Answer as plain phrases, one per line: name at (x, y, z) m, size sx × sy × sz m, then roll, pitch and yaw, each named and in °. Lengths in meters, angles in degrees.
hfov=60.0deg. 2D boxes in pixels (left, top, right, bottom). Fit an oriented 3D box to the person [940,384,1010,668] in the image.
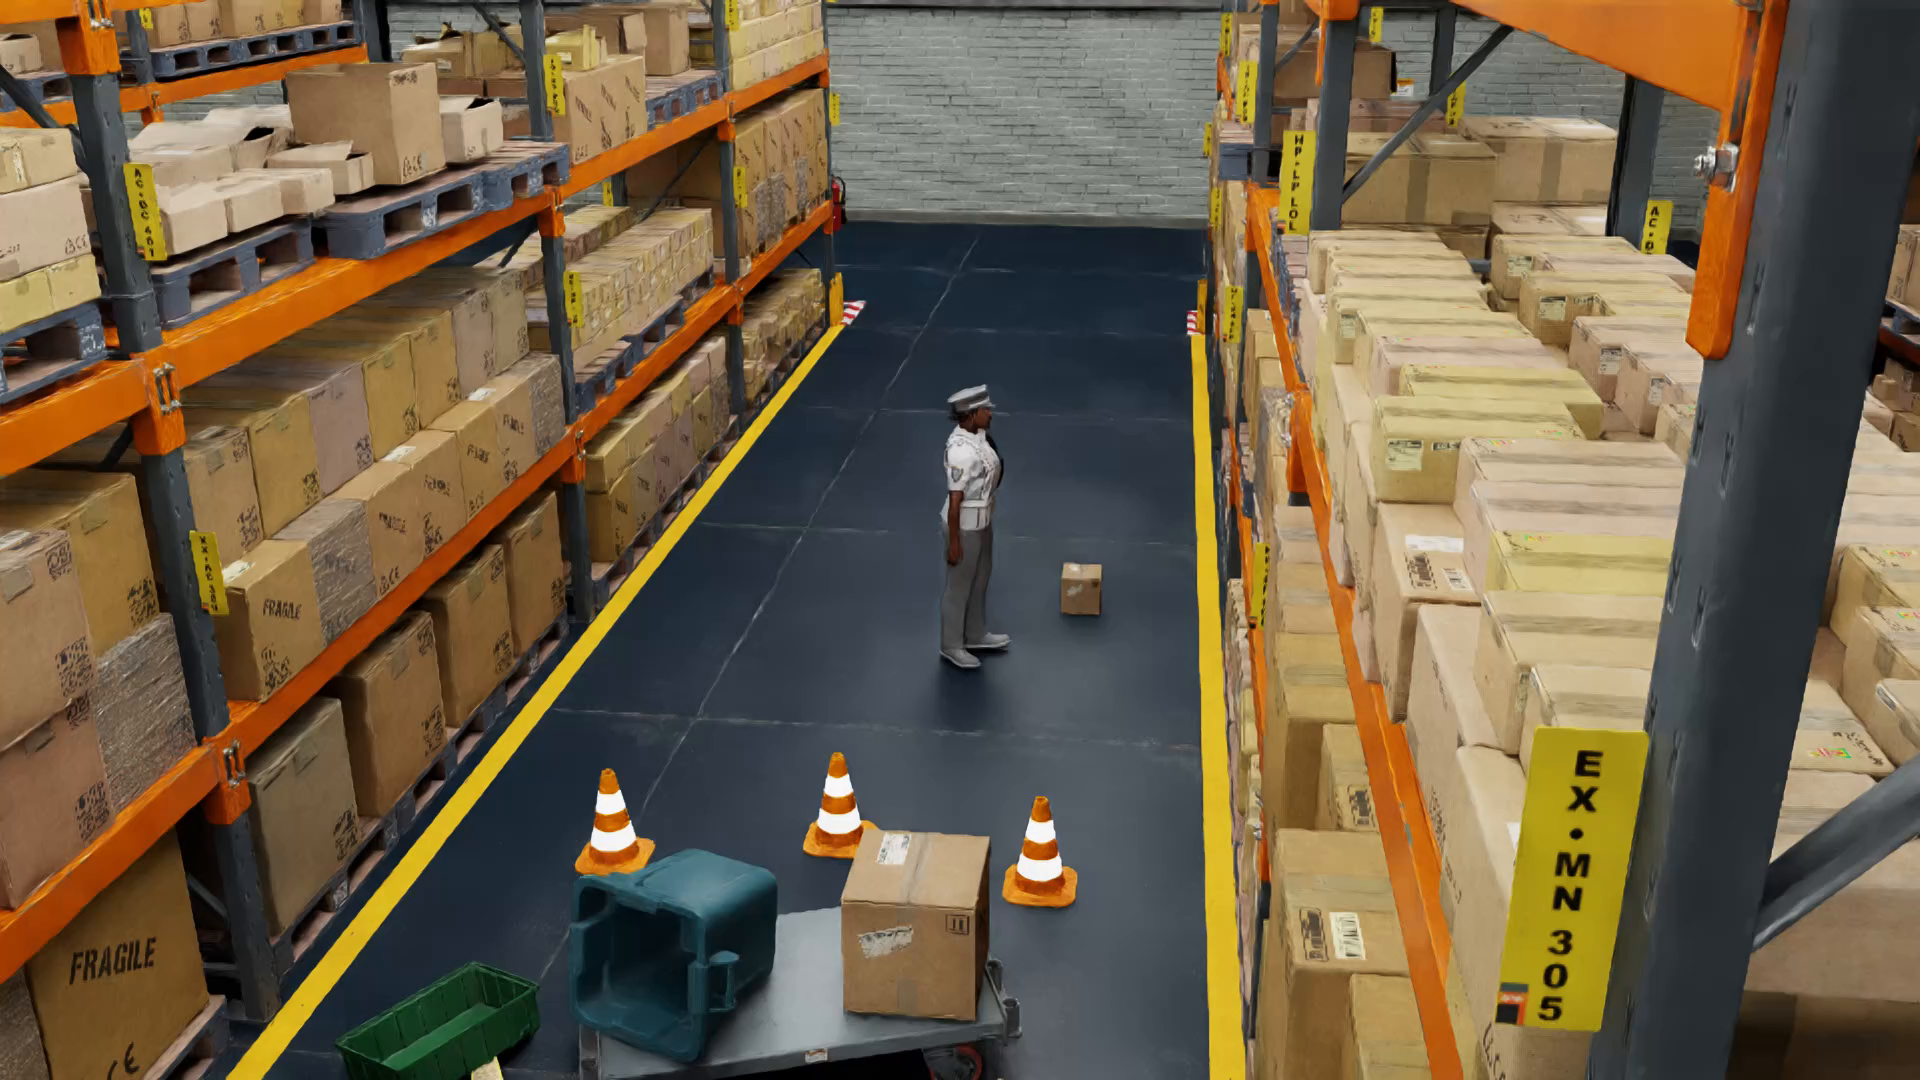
person at (0.080, -0.089, 9.734) m, size 0.384 × 1.684 × 0.556 m, roll 5°, pitch 22°, yaw 13°
